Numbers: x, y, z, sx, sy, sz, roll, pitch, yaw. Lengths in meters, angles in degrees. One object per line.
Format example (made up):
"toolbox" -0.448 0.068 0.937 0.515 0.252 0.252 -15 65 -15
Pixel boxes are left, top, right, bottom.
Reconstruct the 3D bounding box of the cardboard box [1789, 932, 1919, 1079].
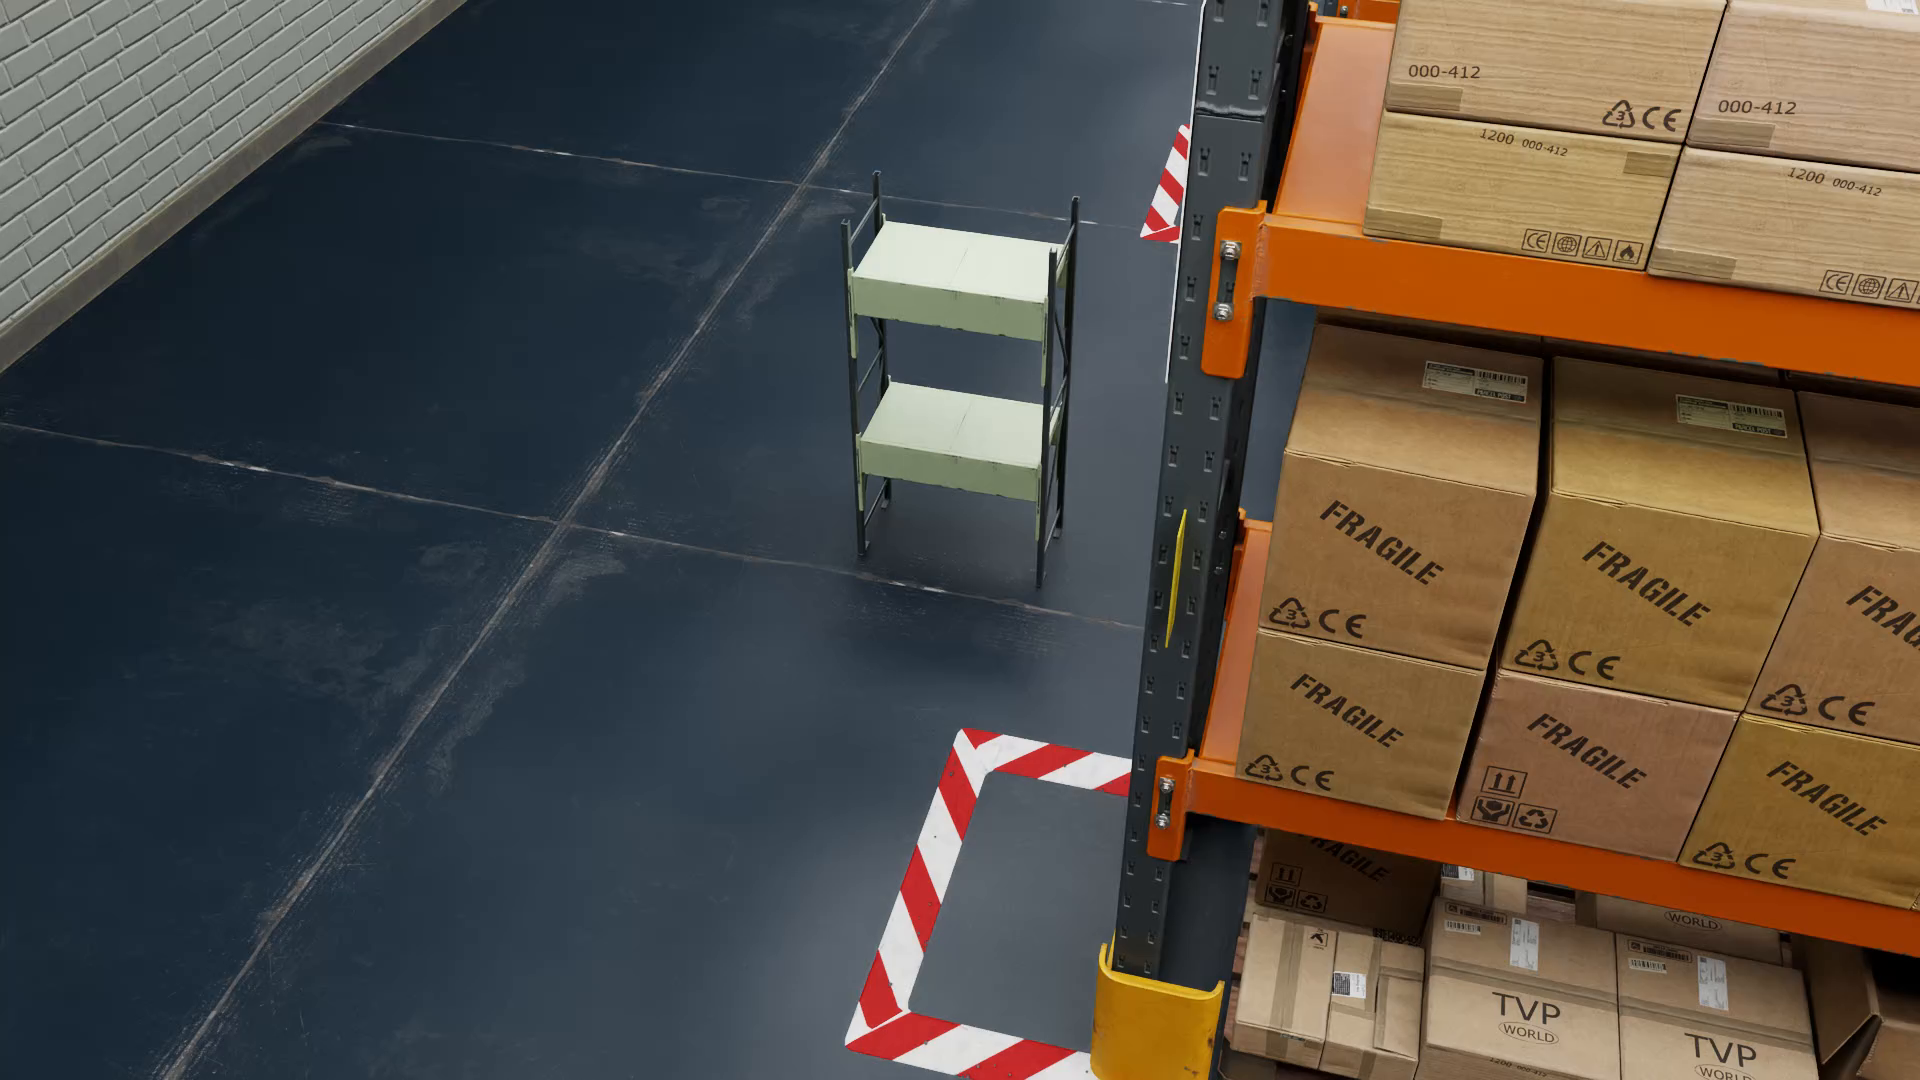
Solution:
"cardboard box" 2.661 1.224 4.559 0.637 0.503 0.797 10 41 11

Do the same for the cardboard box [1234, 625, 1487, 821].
"cardboard box" 0.974 0.280 4.007 0.500 0.500 0.500 11 41 12

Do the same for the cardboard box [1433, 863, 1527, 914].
"cardboard box" 1.570 1.058 5.019 0.250 0.166 0.380 10 41 11

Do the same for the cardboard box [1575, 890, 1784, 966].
"cardboard box" 2.112 1.079 4.929 0.500 0.250 0.500 10 41 11

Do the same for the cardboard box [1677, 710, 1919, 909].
"cardboard box" 1.957 0.448 3.807 0.500 0.500 0.500 10 41 11

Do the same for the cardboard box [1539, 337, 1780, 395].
"cardboard box" 1.602 -0.354 3.984 0.500 0.500 0.500 11 41 13

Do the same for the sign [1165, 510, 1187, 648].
"sign" 0.473 0.086 3.642 0.005 0.325 0.100 10 41 11

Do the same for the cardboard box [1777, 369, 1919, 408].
"cardboard box" 2.104 -0.271 3.885 0.500 0.500 0.500 11 41 13

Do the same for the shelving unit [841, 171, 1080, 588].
"shelving unit" 0.006 -0.573 6.266 0.755 1.500 0.431 10 41 11

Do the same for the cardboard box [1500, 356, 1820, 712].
"cardboard box" 1.481 -0.021 3.587 0.500 0.500 0.500 10 41 12

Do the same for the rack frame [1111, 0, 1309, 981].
"rack frame" 0.613 0.081 4.322 0.127 3.000 1.000 10 41 11

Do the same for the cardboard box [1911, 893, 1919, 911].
"cardboard box" 2.440 0.532 3.707 0.500 0.500 0.500 10 41 12

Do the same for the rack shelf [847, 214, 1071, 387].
"rack shelf" 0.006 -0.872 6.015 0.720 0.370 0.431 10 41 11

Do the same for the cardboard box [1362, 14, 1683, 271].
"cardboard box" 1.044 -0.767 3.116 0.500 0.250 0.500 10 41 11

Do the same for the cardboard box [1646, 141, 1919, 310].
"cardboard box" 1.523 -0.676 3.007 0.500 0.250 0.500 10 41 11

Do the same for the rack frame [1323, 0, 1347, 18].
"rack frame" 1.897 -2.996 7.985 0.127 3.000 1.000 10 41 11

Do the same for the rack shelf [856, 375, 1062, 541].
"rack shelf" 0.006 -0.324 6.476 0.720 0.370 0.431 10 41 11

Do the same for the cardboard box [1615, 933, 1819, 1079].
"cardboard box" 2.031 1.398 4.549 0.500 0.250 0.500 10 41 11

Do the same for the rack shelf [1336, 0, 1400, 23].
"rack shelf" 3.829 -2.388 7.821 4.000 0.370 1.077 10 41 11

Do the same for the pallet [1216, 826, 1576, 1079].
"pallet" 1.457 1.293 5.046 1.213 0.211 1.003 10 41 11

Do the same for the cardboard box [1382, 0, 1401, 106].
"cardboard box" 1.178 -1.089 3.499 0.500 0.250 0.500 10 41 11

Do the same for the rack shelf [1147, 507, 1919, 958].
"rack shelf" 2.545 0.689 4.157 4.000 0.370 1.077 10 41 11

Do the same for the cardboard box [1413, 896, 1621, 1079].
"cardboard box" 1.548 1.315 4.648 0.500 0.250 0.500 10 41 11

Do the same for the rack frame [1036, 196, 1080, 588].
"rack frame" 0.360 -0.512 6.194 0.023 1.500 0.400 10 41 11

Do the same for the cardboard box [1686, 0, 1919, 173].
"cardboard box" 1.523 -0.867 2.846 0.500 0.250 0.500 10 41 11

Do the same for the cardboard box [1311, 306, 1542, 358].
"cardboard box" 1.114 -0.437 4.083 0.500 0.500 0.500 9 41 11

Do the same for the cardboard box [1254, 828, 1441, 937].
"cardboard box" 1.202 0.807 5.059 0.500 0.500 0.500 10 41 11

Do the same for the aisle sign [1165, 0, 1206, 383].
"aisle sign" 0.471 -0.744 3.282 0.004 0.787 0.394 10 41 11

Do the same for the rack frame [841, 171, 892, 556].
"rack frame" -0.347 -0.634 6.339 0.023 1.500 0.400 10 41 11

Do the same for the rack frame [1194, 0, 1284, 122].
"rack frame" 0.613 -2.217 2.392 0.127 3.000 1.000 10 41 11

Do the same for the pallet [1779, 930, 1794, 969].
"pallet" 2.632 1.497 4.803 1.213 0.211 1.003 10 41 11

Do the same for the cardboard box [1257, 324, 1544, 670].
"cardboard box" 0.974 -0.103 3.685 0.500 0.500 0.500 11 41 13

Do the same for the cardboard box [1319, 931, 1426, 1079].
"cardboard box" 1.170 1.322 4.705 0.250 0.166 0.380 10 41 11

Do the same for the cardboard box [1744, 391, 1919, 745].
"cardboard box" 1.963 0.065 3.485 0.500 0.500 0.500 10 41 12

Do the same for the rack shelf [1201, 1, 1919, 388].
"rack shelf" 2.545 -0.460 3.193 4.000 0.370 1.077 10 41 11

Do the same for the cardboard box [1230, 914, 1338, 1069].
"cardboard box" 0.929 1.287 4.760 0.250 0.149 0.380 10 41 11

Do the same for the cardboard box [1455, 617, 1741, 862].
"cardboard box" 1.473 0.362 3.908 0.500 0.500 0.500 9 41 11

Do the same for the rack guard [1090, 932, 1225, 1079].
"rack guard" 0.687 1.050 5.111 0.348 0.500 1.175 10 41 11

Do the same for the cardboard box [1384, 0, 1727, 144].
"cardboard box" 1.042 -0.955 2.950 0.500 0.250 0.500 10 41 11
